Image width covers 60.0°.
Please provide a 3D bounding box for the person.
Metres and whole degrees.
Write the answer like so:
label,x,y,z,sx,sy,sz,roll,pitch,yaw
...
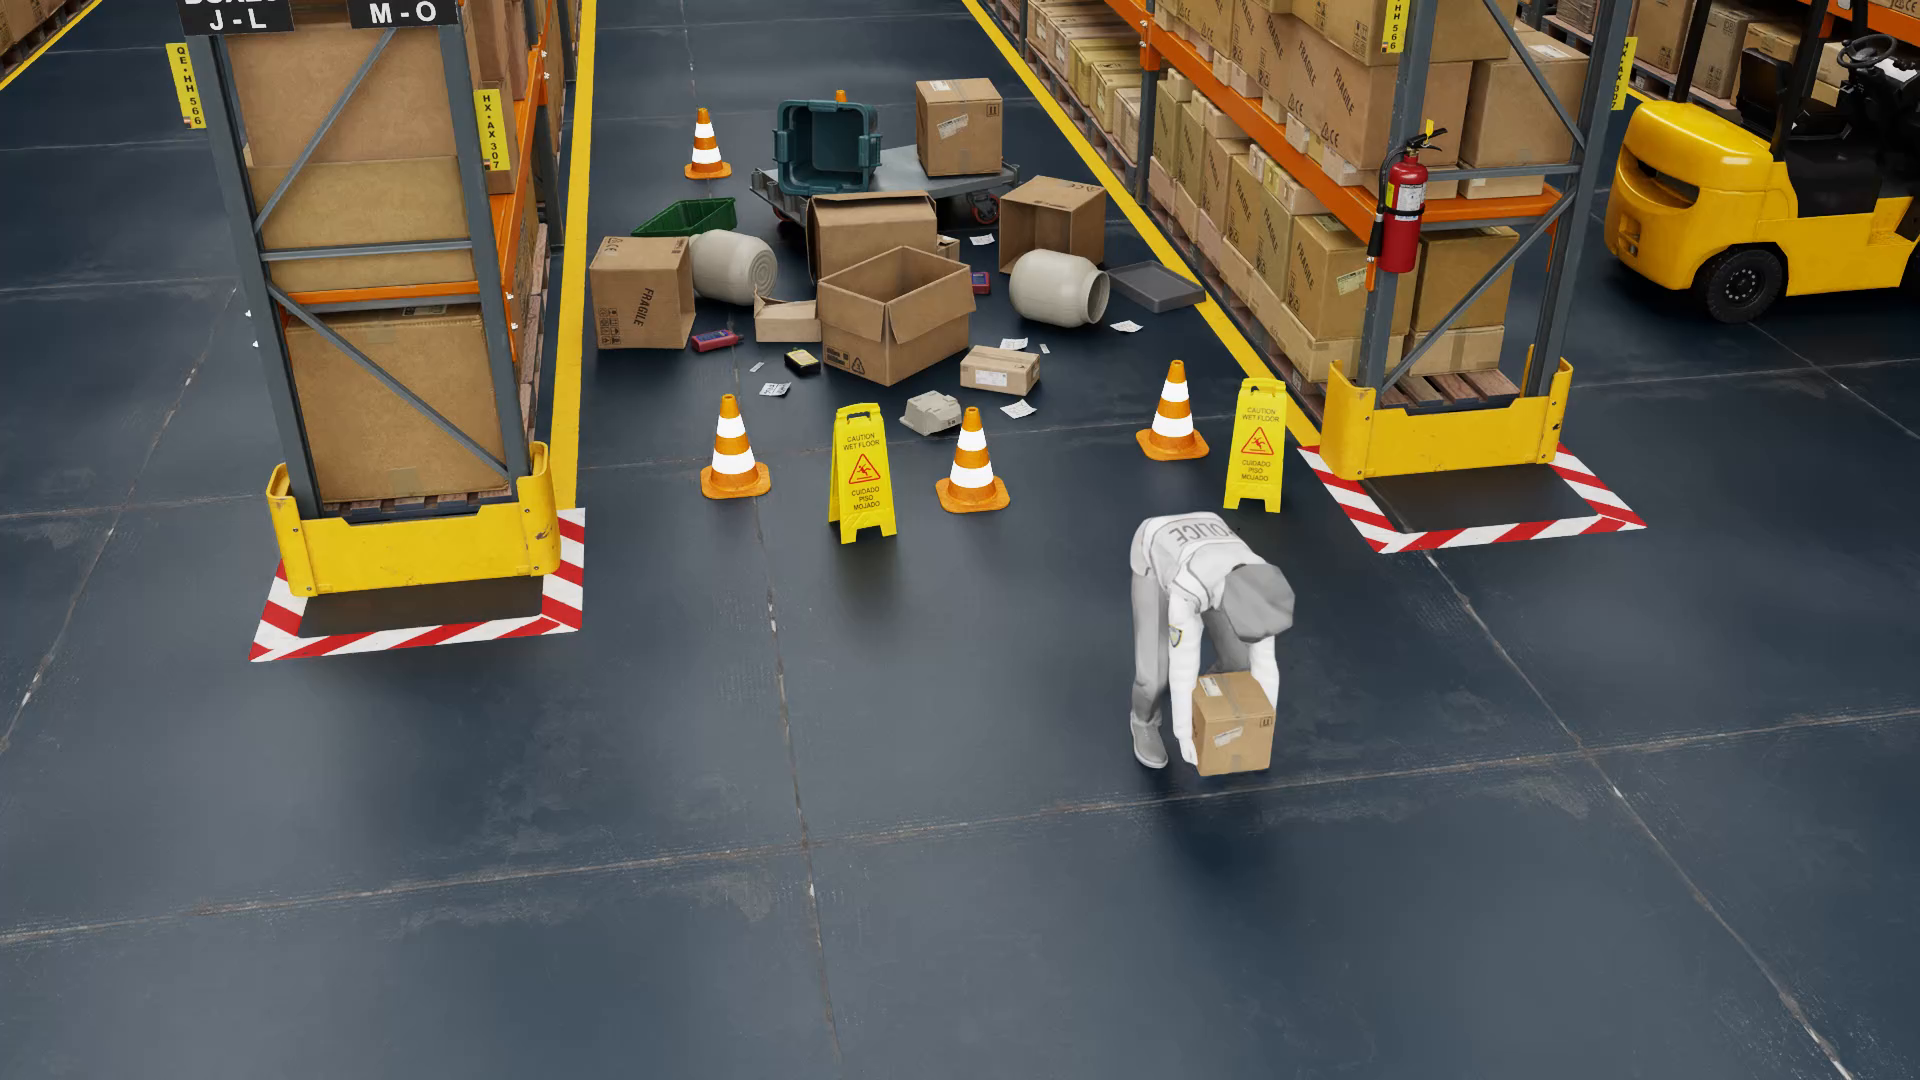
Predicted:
label,x,y,z,sx,sy,sz,roll,pitch,yaw
person,0.881,0.412,5.991,0.441,1.105,0.918,-7,32,-11
